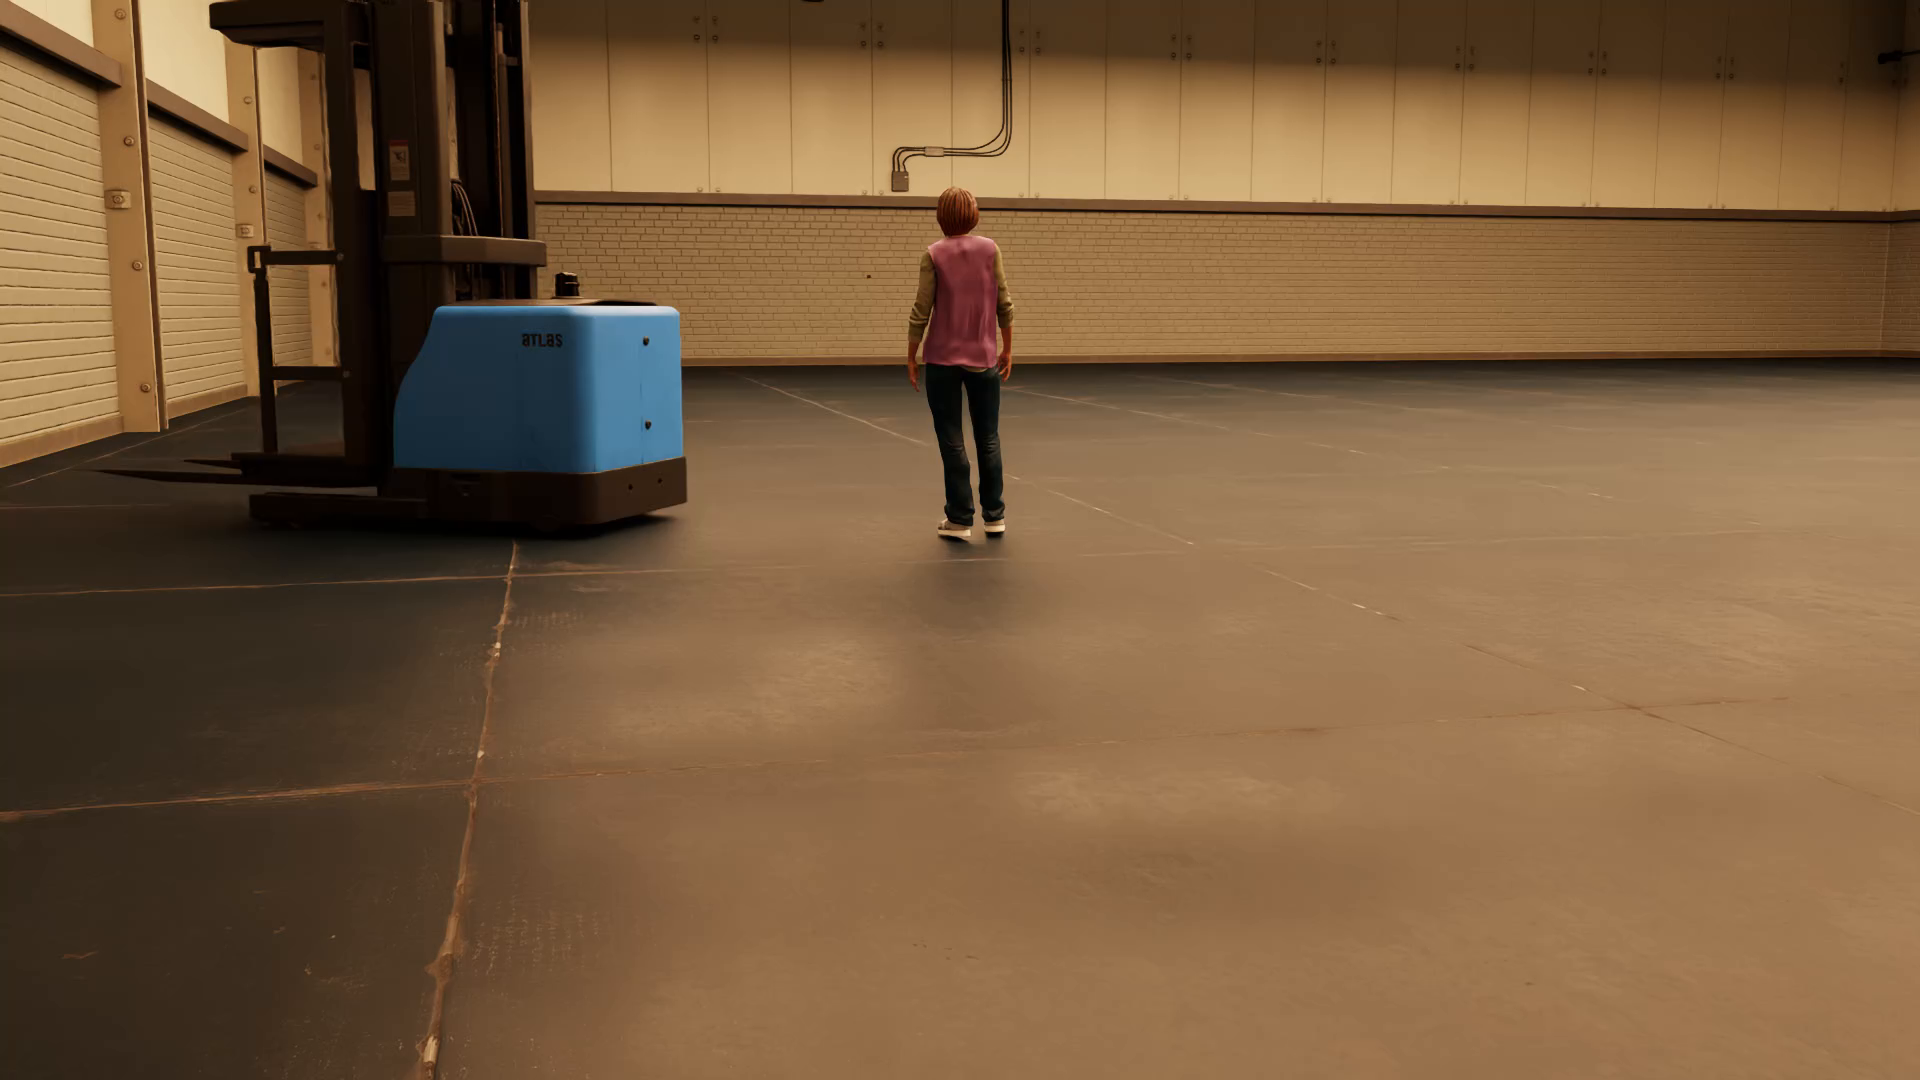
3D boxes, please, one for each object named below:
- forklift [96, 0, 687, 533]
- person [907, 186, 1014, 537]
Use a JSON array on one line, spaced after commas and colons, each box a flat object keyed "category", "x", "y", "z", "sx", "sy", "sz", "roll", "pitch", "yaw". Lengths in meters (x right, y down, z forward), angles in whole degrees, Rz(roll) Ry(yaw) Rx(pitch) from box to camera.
[{"category": "forklift", "x": -2.982, "y": -1.577, "z": 8.399, "sx": 3.031, "sy": 2.935, "sz": 1.130, "roll": 2, "pitch": 8, "yaw": 17}, {"category": "person", "x": -0.004, "y": -0.808, "z": 7.669, "sx": 0.520, "sy": 1.596, "sz": 0.476, "roll": -2, "pitch": 8, "yaw": -13}]
